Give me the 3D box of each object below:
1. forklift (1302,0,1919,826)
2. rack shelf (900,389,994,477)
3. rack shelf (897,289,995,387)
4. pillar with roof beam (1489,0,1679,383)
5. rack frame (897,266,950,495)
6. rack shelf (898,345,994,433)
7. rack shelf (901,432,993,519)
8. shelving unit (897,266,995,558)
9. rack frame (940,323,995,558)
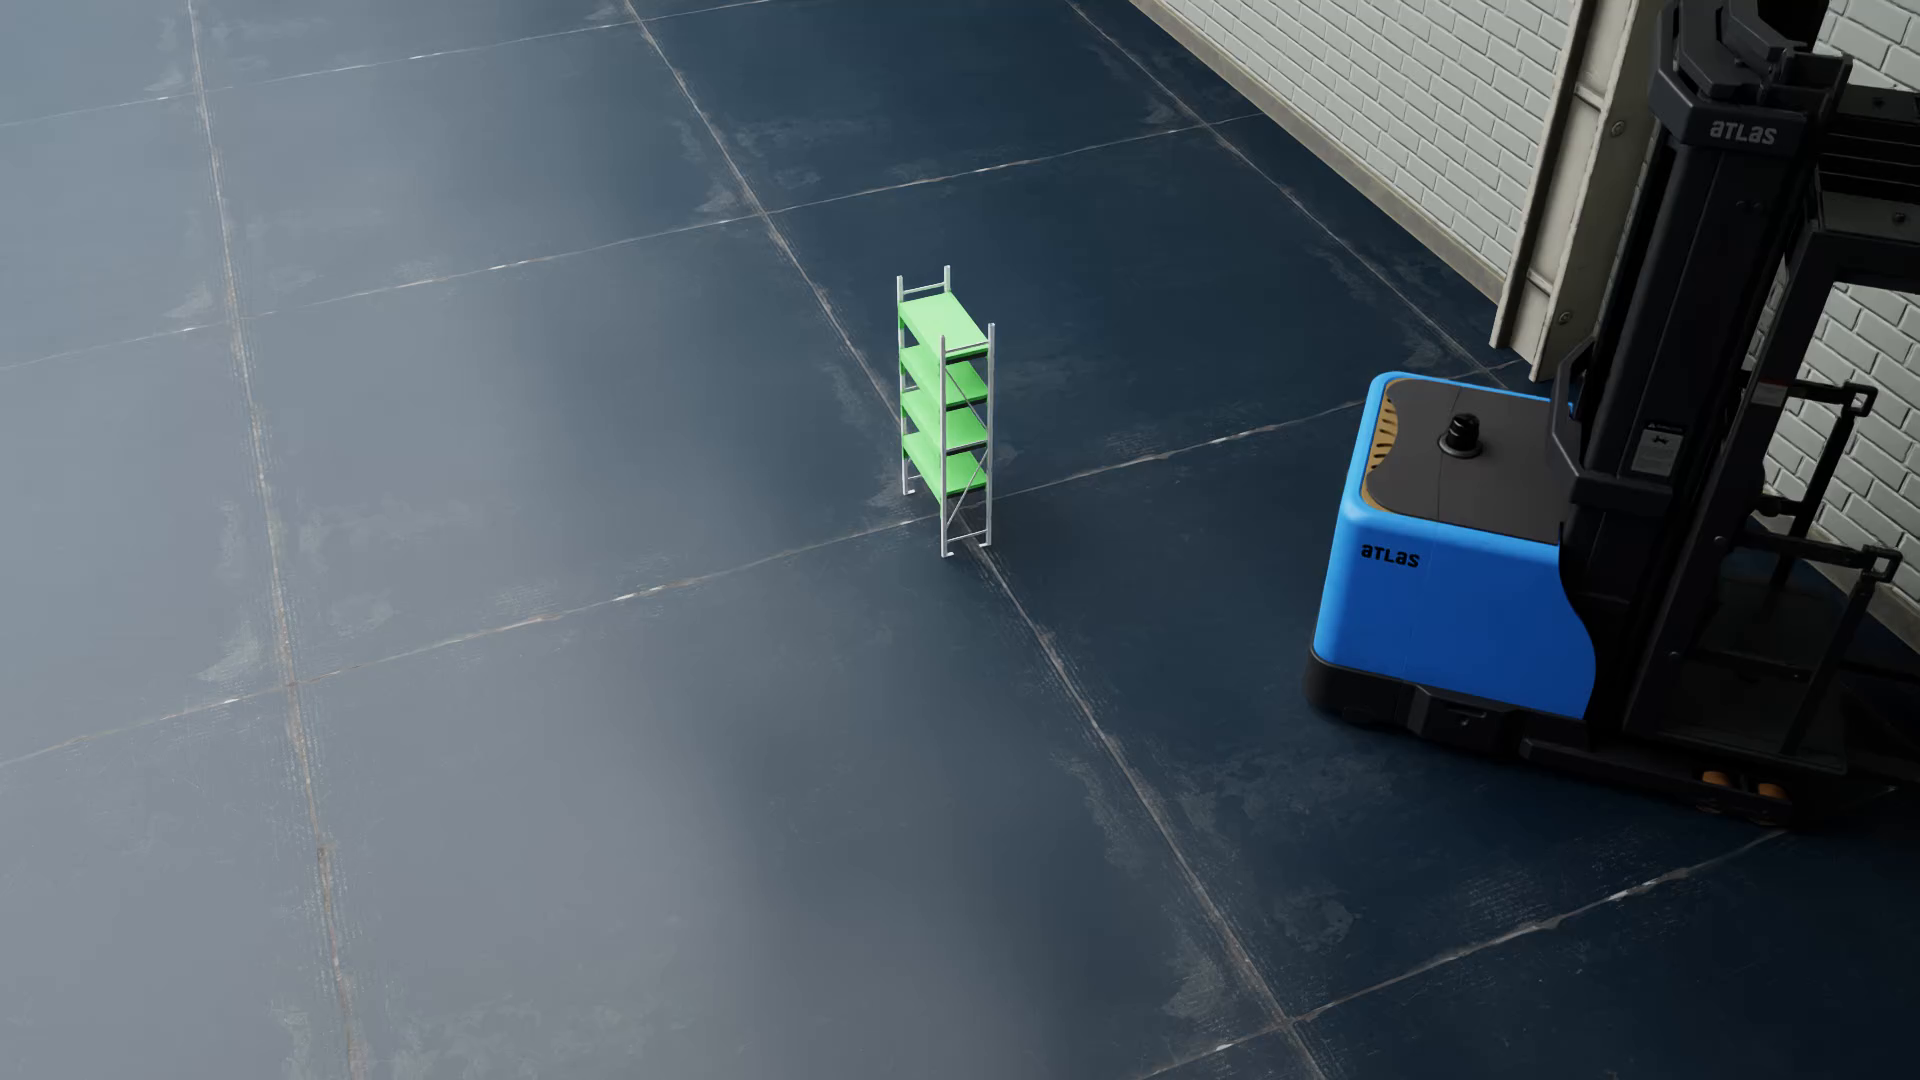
[{"bbox_3d":[2.982,-0.407,5.894,3.031,2.935,1.130,12,42,14],"label":"forklift"},{"bbox_3d":[-0.063,-0.506,7.435,0.258,0.148,0.480,-15,43,-17],"label":"rack shelf"},{"bbox_3d":[-0.063,-0.870,7.122,0.258,0.148,0.480,-15,43,-17],"label":"rack shelf"},{"bbox_3d":[-0.935,-3.309,4.615,9.100,9.000,0.400,-15,43,-17],"label":"pillar with roof beam"},{"bbox_3d":[-0.157,-0.702,7.564,0.240,1.200,0.015,-15,43,-17],"label":"rack frame"},{"bbox_3d":[-0.063,-0.688,7.279,0.258,0.148,0.480,-15,43,-17],"label":"rack shelf"},{"bbox_3d":[-0.063,-0.324,7.592,0.258,0.148,0.480,-15,43,-17],"label":"rack shelf"},{"bbox_3d":[-0.063,-0.555,7.393,0.258,1.200,0.503,-15,43,-17],"label":"shelving unit"},{"bbox_3d":[0.030,-0.408,7.222,0.240,1.200,0.015,-15,43,-17],"label":"rack frame"}]
